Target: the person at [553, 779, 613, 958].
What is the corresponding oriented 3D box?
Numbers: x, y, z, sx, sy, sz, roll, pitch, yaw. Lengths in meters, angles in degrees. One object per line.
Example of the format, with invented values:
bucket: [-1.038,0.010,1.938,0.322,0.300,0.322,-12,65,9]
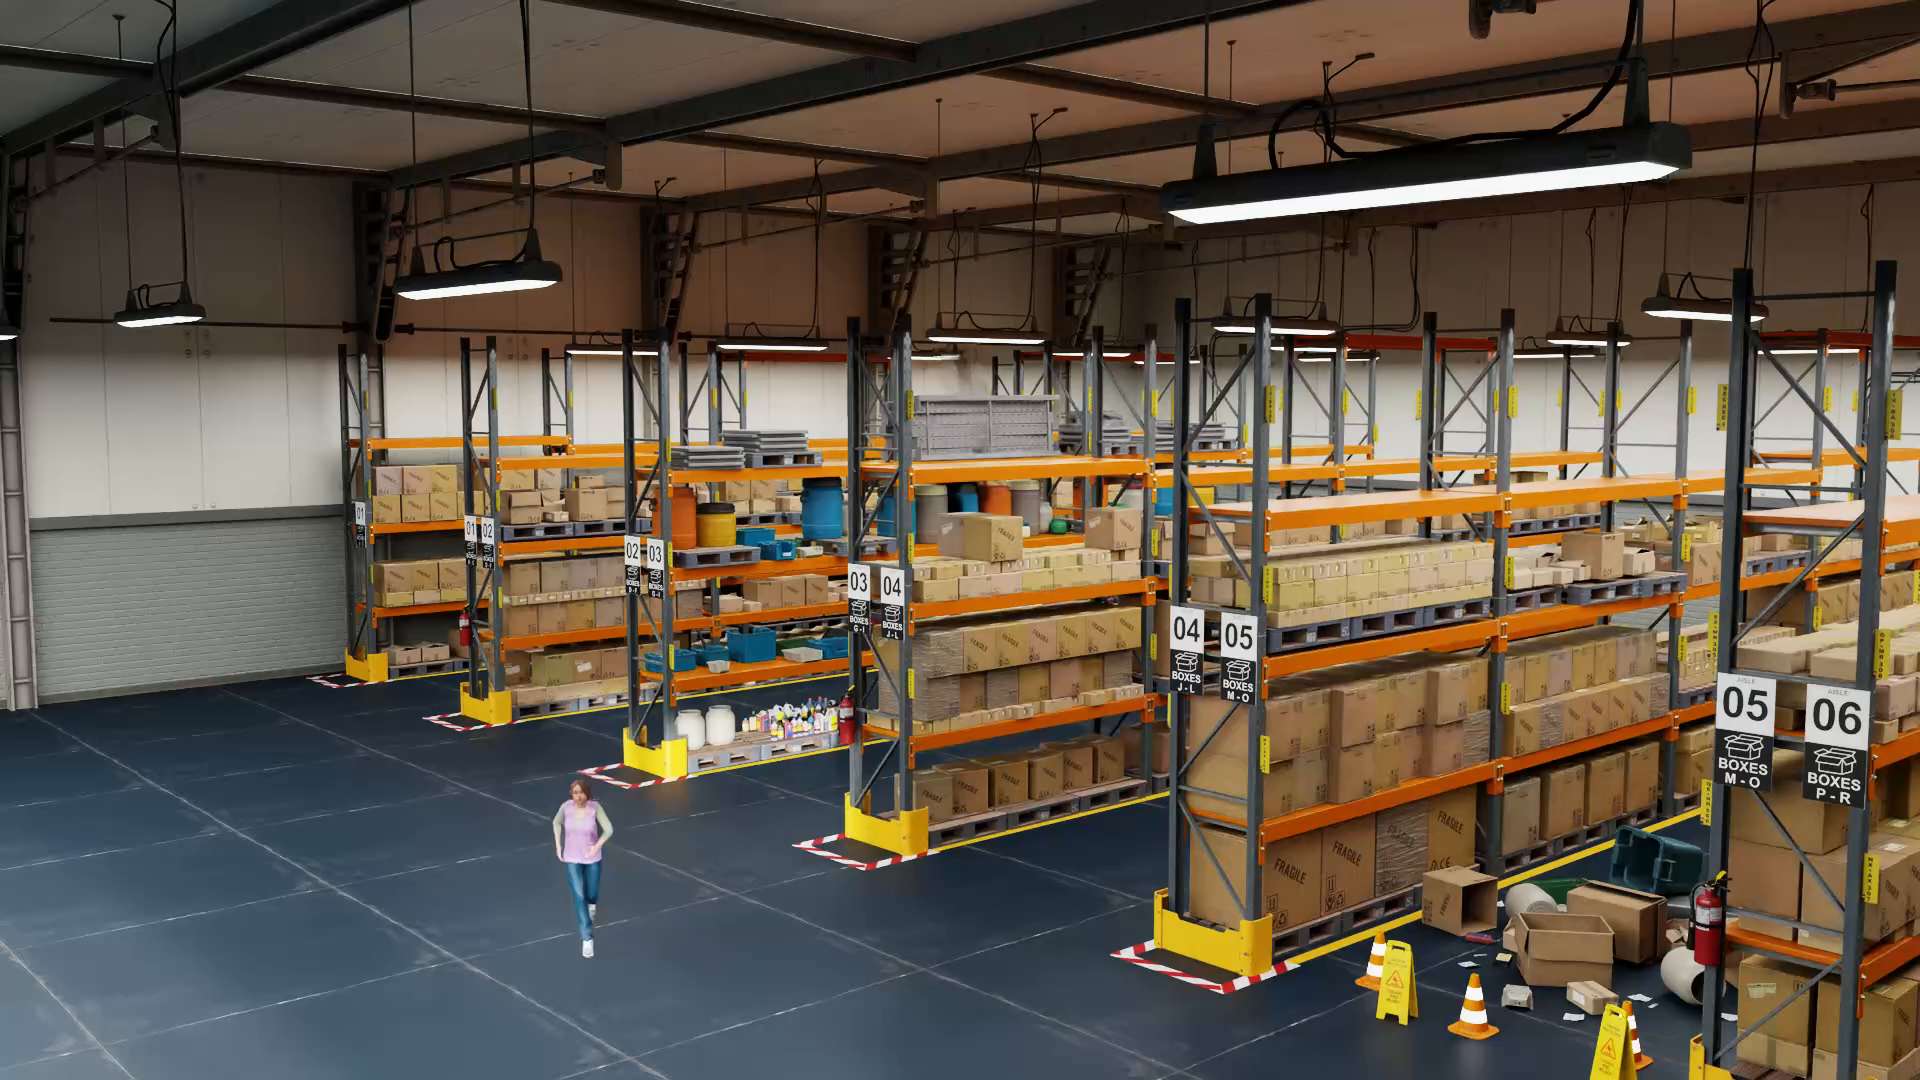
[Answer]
person: [-3.520,2.991,15.537,0.558,1.588,0.890,-1,5,-8]
